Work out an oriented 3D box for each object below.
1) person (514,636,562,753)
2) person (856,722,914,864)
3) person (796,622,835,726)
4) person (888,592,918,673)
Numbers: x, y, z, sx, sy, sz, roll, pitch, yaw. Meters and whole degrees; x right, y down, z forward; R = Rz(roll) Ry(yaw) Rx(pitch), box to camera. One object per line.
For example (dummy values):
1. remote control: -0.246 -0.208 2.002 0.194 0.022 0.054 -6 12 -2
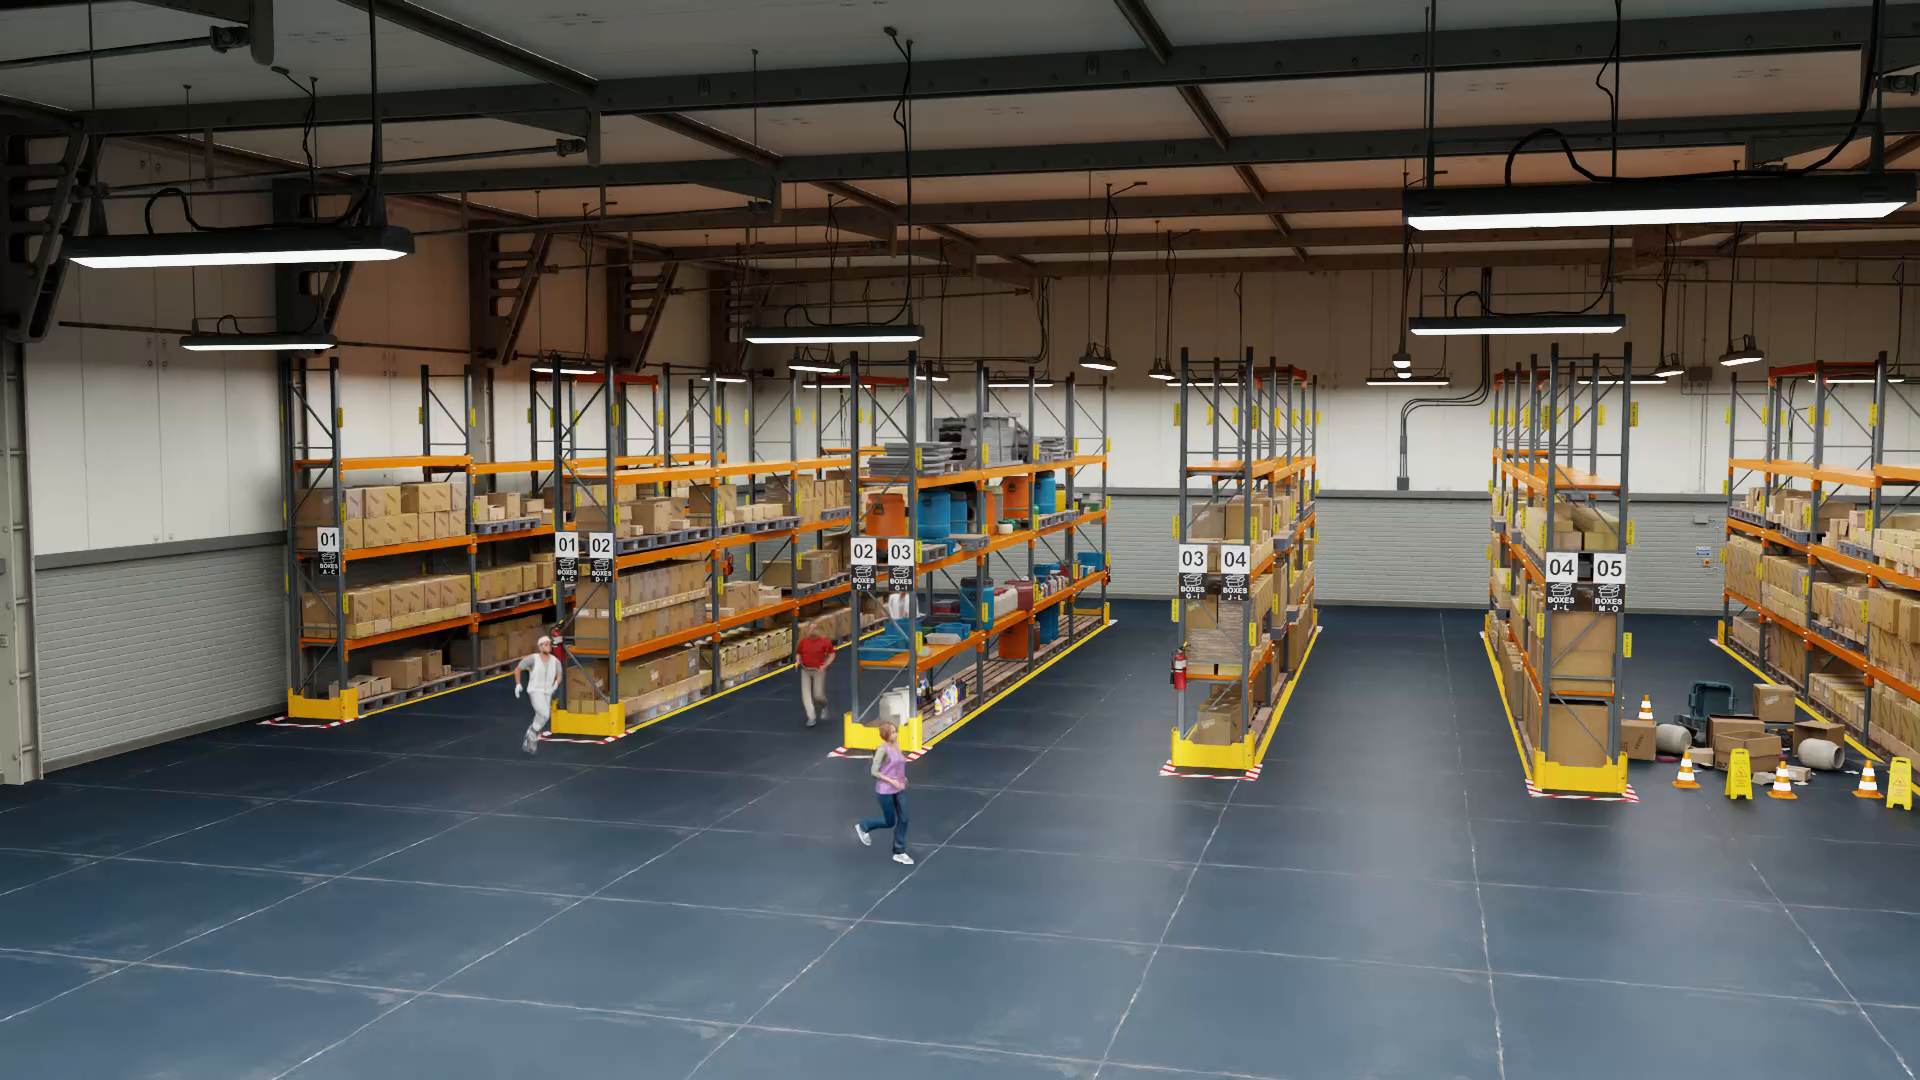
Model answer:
1. person: -6.219 2.303 24.780 0.696 1.708 0.649 -4 6 -43
2. person: -0.827 2.844 18.812 0.756 1.582 0.539 3 5 34
3. person: -2.381 2.176 27.070 0.661 1.673 0.605 1 4 13
4. person: -1.127 1.722 32.888 0.613 1.814 0.909 0 4 0
